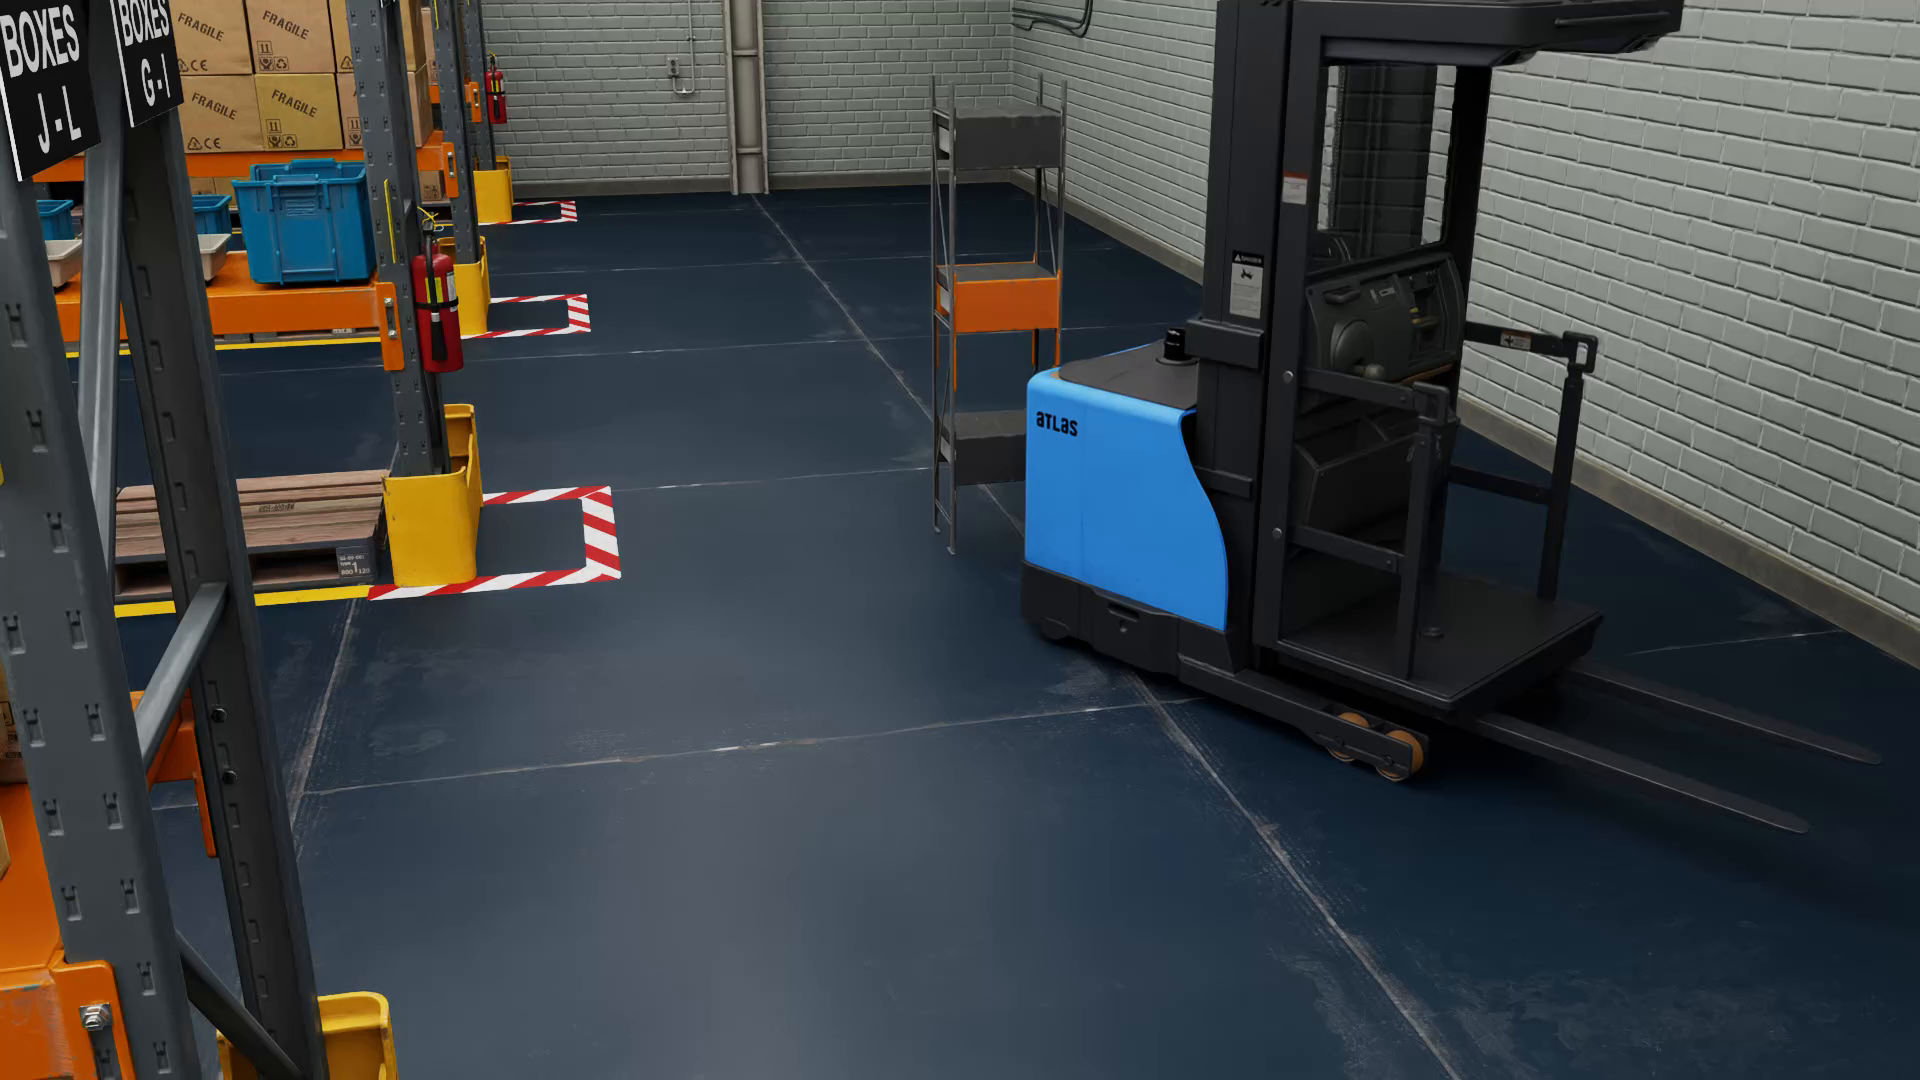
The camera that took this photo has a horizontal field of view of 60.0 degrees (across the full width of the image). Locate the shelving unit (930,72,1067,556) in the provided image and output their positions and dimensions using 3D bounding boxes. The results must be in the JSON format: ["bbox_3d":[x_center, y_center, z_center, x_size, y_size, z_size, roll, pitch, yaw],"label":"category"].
[{"bbox_3d":[0.161,-0.999,7.489,0.503,2.100,0.431,-5,21,-12],"label":"shelving unit"}]

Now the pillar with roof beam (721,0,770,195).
[{"bbox_3d":[-1.312,-6.594,12.732,0.400,9.000,9.100,-5,21,-12],"label":"pillar with roof beam"}]

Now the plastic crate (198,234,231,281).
[{"bbox_3d":[-3.203,-1.177,6.964,0.243,0.136,0.396,-5,21,-12],"label":"plastic crate"}]

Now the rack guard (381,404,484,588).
[{"bbox_3d":[-2.431,-0.231,7.718,0.348,0.500,1.175,-5,21,-12],"label":"rack guard"}]

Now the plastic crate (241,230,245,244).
[{"bbox_3d":[-3.099,-1.396,7.560,0.298,0.136,0.250,-5,21,-12],"label":"plastic crate"}]

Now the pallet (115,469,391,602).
[{"bbox_3d":[-3.263,-0.037,7.608,1.213,0.211,1.003,-5,21,-12],"label":"pallet"}]

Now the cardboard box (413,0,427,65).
[{"bbox_3d":[-4.080,-3.626,11.754,0.500,0.500,0.500,-4,20,-11],"label":"cardboard box"}]

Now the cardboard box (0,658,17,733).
[{"bbox_3d":[-1.841,0.138,2.862,0.500,0.250,0.500,-5,21,-14],"label":"cardboard box"}]

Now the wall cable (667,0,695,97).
[{"bbox_3d":[-3.703,-5.609,17.290,1.851,1.984,0.084,-5,21,-12],"label":"wall cable"}]

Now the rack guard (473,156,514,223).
[{"bbox_3d":[-4.708,-3.543,16.759,0.348,0.500,1.175,-5,21,-12],"label":"rack guard"}]

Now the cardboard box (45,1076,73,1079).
[{"bbox_3d":[-1.916,1.138,2.827,0.875,0.875,0.875,-5,21,-12],"label":"cardboard box"}]

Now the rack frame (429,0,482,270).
[{"bbox_3d":[-3.588,-3.057,11.798,0.127,3.000,1.000,-5,21,-12],"label":"rack frame"}]

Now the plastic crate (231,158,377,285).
[{"bbox_3d":[-2.734,-1.354,7.011,0.499,0.435,0.616,-5,21,-12],"label":"plastic crate"}]

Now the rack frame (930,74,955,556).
[{"bbox_3d":[-0.076,-0.980,7.437,0.015,2.100,0.400,-5,21,-12],"label":"rack frame"}]

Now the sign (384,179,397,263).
[{"bbox_3d":[-2.309,-1.292,6.743,0.005,0.325,0.100,-5,21,-12],"label":"sign"}]

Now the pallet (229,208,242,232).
[{"bbox_3d":[-6.676,-3.220,16.299,1.213,0.211,1.003,-5,21,-12],"label":"pallet"}]

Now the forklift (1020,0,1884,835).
[{"bbox_3d":[1.635,-0.765,5.642,1.130,2.935,3.031,-19,27,-41],"label":"forklift"}]

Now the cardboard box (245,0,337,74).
[{"bbox_3d":[-4.449,-3.405,11.151,0.500,0.500,0.500,-4,21,-11],"label":"cardboard box"}]

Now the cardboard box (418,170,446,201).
[{"bbox_3d":[-5.389,-3.649,16.439,0.500,0.500,0.700,-5,21,-12],"label":"cardboard box"}]

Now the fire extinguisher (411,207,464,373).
[{"bbox_3d":[-2.200,-1.047,6.965,0.183,0.674,0.296,-5,21,-12],"label":"fire extinguisher"}]

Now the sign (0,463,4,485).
[{"bbox_3d":[-1.200,-0.212,2.006,0.005,0.325,0.100,-5,21,-12],"label":"sign"}]

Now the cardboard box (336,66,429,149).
[{"bbox_3d":[-3.961,-2.977,11.435,0.500,0.500,0.500,-4,20,-11],"label":"cardboard box"}]

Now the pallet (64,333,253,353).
[{"bbox_3d":[-5.622,-1.582,11.828,1.213,0.211,1.003,-5,21,-12],"label":"pallet"}]

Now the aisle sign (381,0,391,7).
[{"bbox_3d":[-2.314,-2.527,6.571,0.004,0.787,0.394,-5,21,-12],"label":"aisle sign"}]

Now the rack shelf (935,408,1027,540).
[{"bbox_3d":[0.161,-0.329,7.735,0.480,0.518,0.431,-5,21,-12],"label":"rack shelf"}]

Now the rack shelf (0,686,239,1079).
[{"bbox_3d":[-3.258,0.756,2.436,4.000,0.370,1.077,-5,21,-12],"label":"rack shelf"}]

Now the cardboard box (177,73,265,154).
[{"bbox_3d":[-4.952,-2.897,11.217,0.500,0.500,0.500,-4,21,-12],"label":"cardboard box"}]

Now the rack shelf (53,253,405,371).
[{"bbox_3d":[-4.398,-0.902,6.962,4.000,0.370,1.077,-5,21,-12],"label":"rack shelf"}]

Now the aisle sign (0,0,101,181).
[{"bbox_3d":[-1.173,-0.866,2.039,0.004,0.787,0.394,-5,21,-12],"label":"aisle sign"}]

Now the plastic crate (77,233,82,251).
[{"bbox_3d":[-3.759,-1.342,7.413,0.298,0.136,0.250,-5,21,-12],"label":"plastic crate"}]

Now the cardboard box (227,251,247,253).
[{"bbox_3d":[-5.155,-1.945,12.121,0.500,0.250,0.500,-5,21,-12],"label":"cardboard box"}]

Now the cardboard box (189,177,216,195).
[{"bbox_3d":[-7.383,-3.485,15.990,0.500,0.500,0.700,-5,21,-13],"label":"cardboard box"}]

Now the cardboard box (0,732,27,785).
[{"bbox_3d":[-1.733,0.295,3.013,0.250,0.149,0.380,-4,21,-12],"label":"cardboard box"}]

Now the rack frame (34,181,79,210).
[{"bbox_3d":[-8.624,-4.398,15.459,0.127,3.000,1.000,-5,21,-12],"label":"rack frame"}]
